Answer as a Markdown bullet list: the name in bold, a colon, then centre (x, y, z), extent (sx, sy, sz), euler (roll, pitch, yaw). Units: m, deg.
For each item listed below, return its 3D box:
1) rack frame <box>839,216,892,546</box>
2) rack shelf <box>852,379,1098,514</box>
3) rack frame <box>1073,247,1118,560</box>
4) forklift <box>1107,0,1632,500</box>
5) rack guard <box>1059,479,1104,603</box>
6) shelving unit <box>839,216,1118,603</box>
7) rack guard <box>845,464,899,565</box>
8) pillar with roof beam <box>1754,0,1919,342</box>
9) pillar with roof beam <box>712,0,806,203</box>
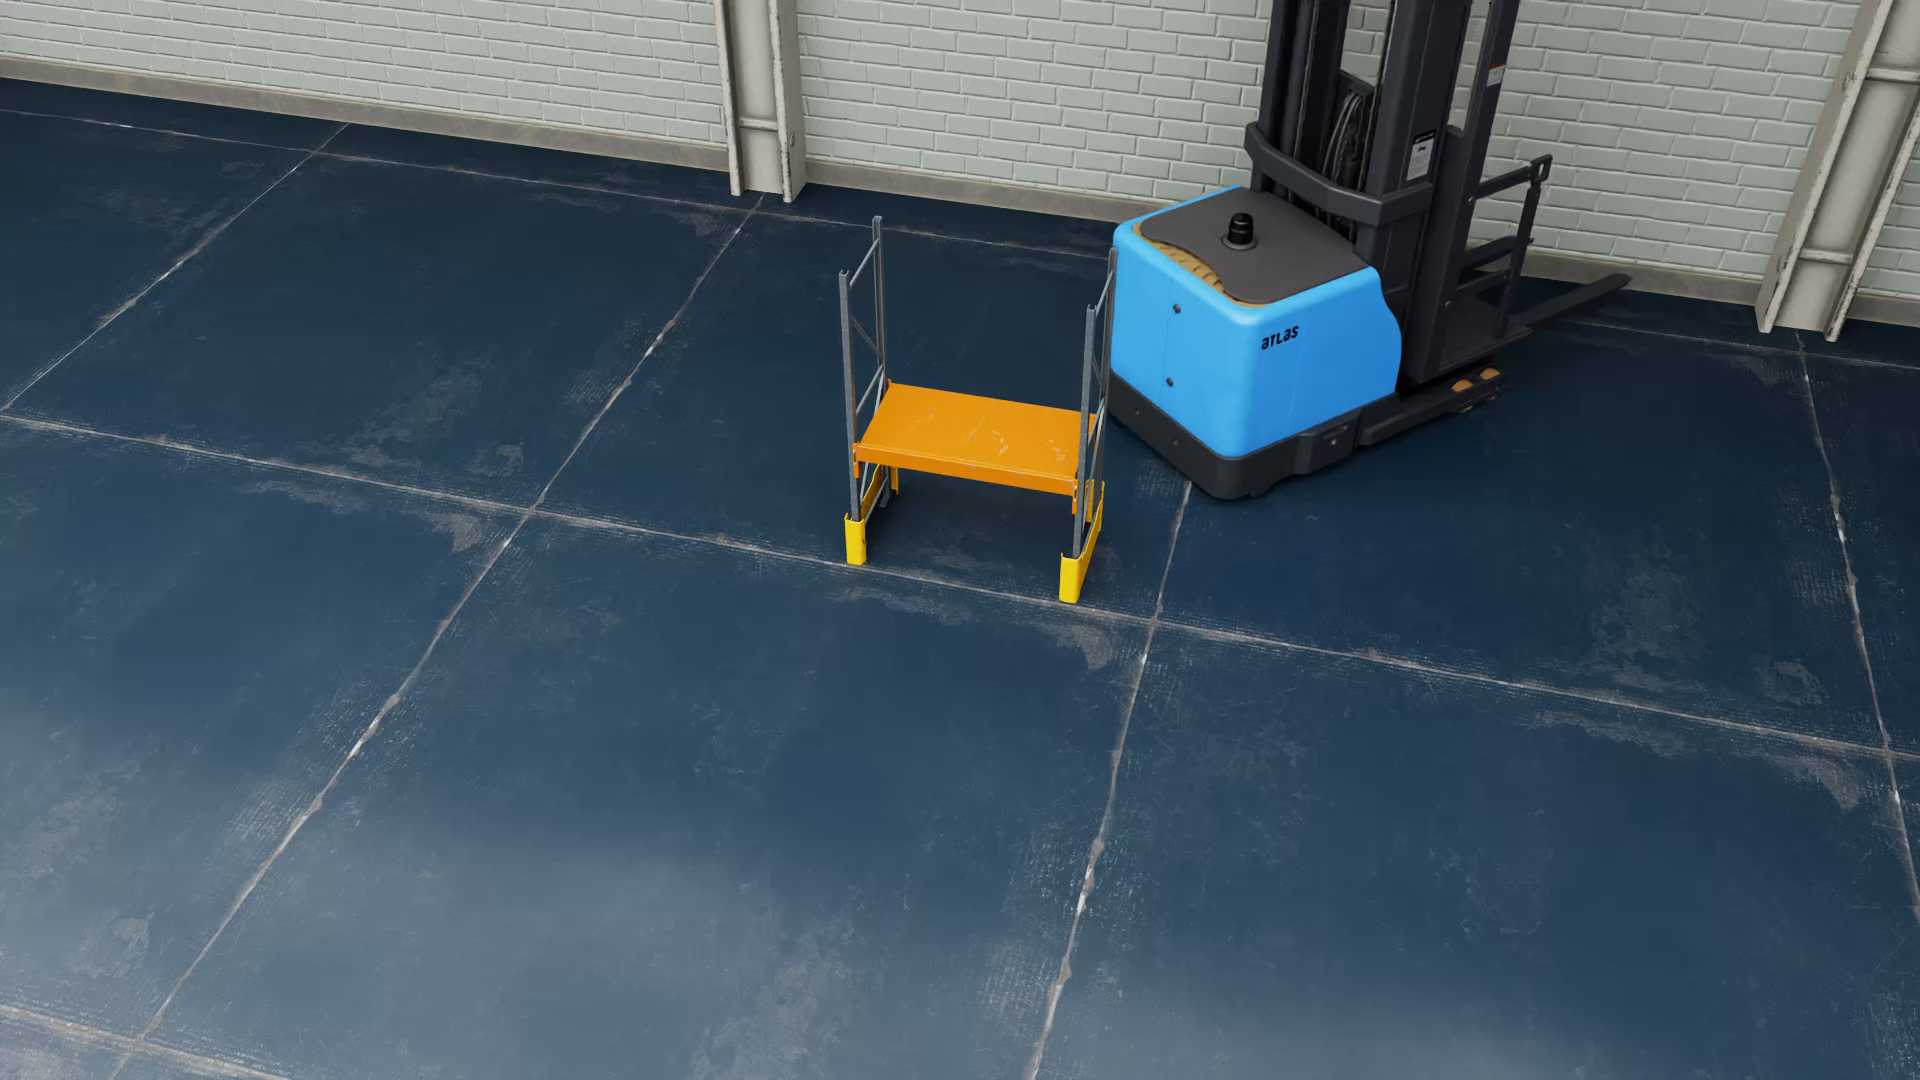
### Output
- **rack frame**: centre (-0.409, -0.645, 7.351), extent (0.032, 1.500, 0.500), euler (10, 41, 11)
- **rack shelf**: centre (0.082, -0.422, 7.366), extent (1.000, 0.185, 0.538), euler (10, 41, 11)
- **rack frame**: centre (0.573, -0.476, 7.150), extent (0.032, 1.500, 0.500), euler (10, 41, 11)
- **forklift**: centre (2.229, -2.040, 7.901), extent (3.031, 2.935, 1.130), euler (-22, 45, -24)
- **rack guard**: centre (0.555, 0.000, 7.556), extent (0.087, 0.250, 0.587), euler (10, 41, 11)
- **shelving unit**: centre (0.074, -0.562, 7.253), extent (1.083, 1.500, 0.587), euler (10, 41, 11)
- **rack guard**: centre (-0.407, -0.166, 7.753), extent (0.087, 0.250, 0.587), euler (10, 41, 11)
- **pillar with roof beam**: centre (3.498, -1.976, 3.105), extent (0.400, 9.000, 9.100), euler (10, 41, 11)
- **pillar with roof beam**: centre (-2.298, -2.973, 4.293), extent (0.400, 9.000, 9.100), euler (10, 41, 11)
